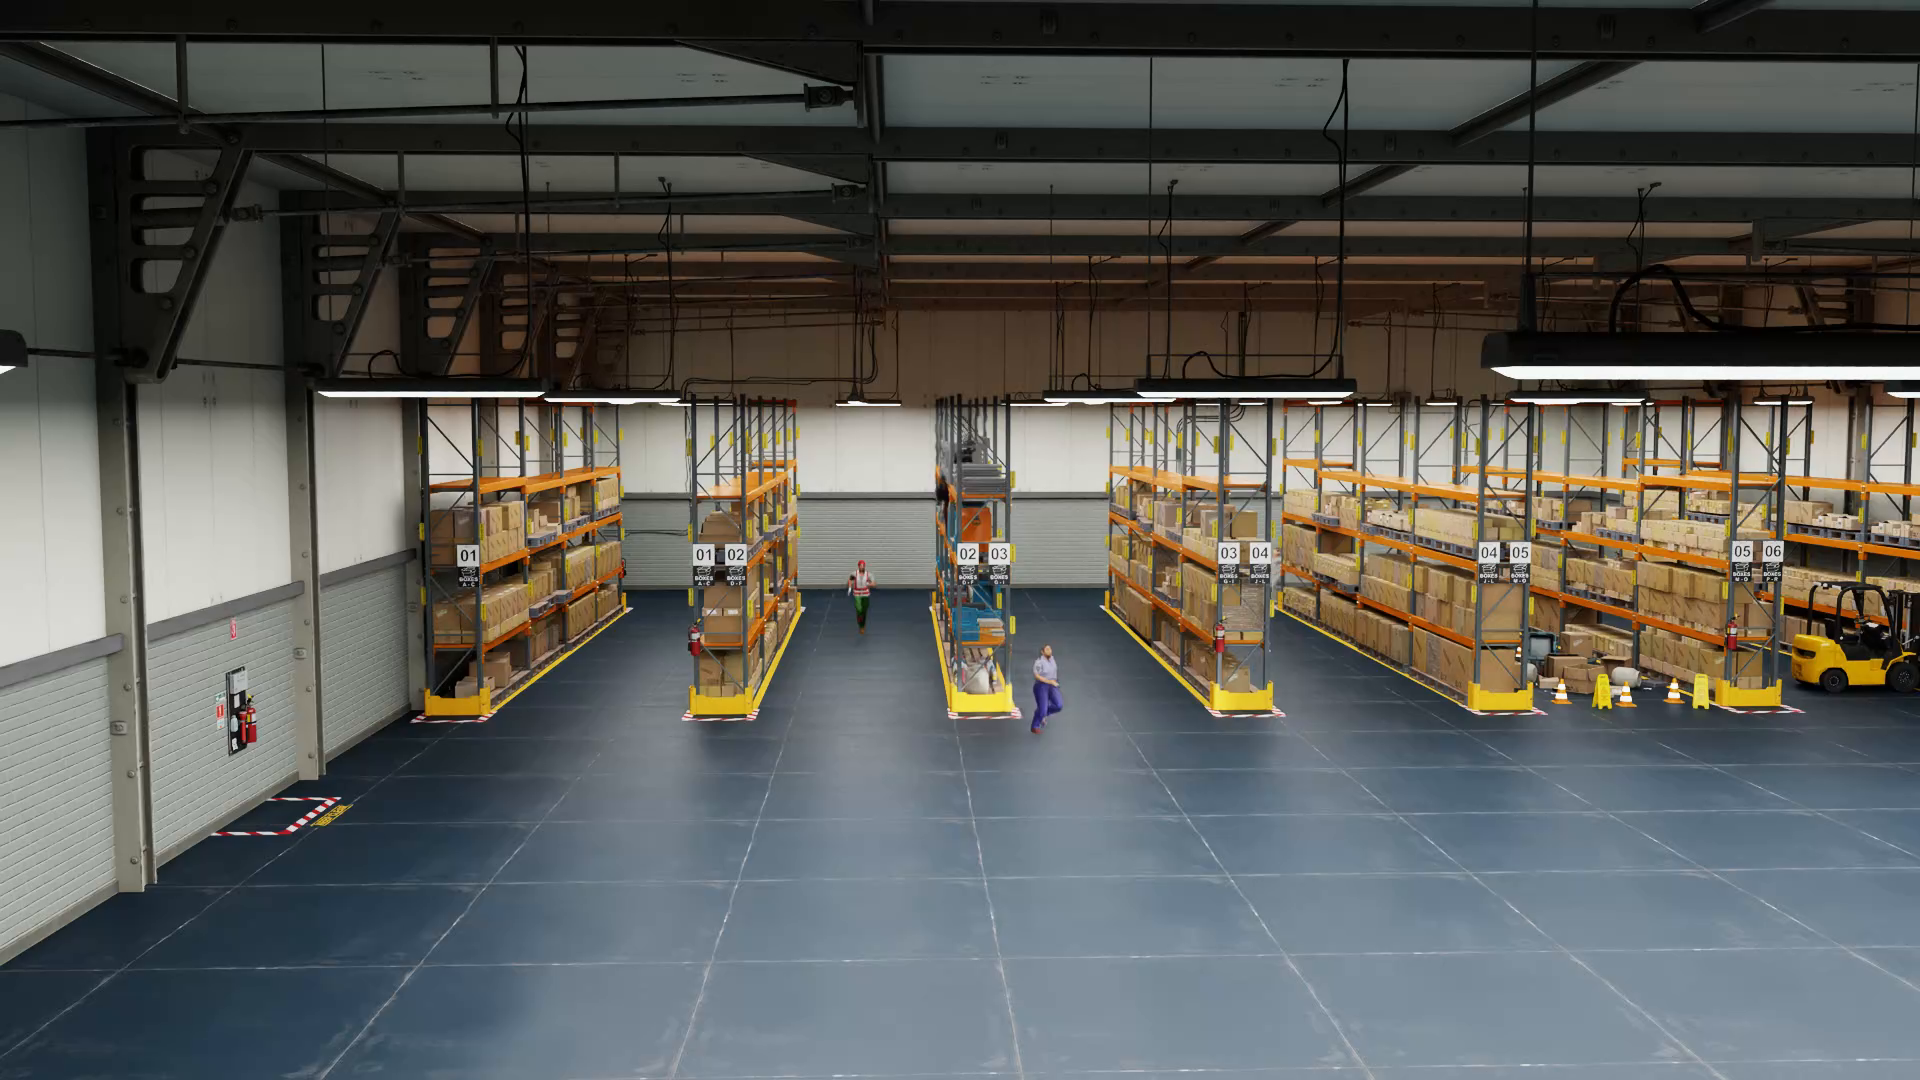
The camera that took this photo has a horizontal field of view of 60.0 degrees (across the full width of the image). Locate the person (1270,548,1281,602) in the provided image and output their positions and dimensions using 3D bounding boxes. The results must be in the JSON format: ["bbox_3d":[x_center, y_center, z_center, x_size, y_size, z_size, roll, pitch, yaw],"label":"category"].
[{"bbox_3d":[9.390,1.042,49.309,0.617,1.627,0.563,-3,5,-35],"label":"person"}]

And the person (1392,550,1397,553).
[{"bbox_3d":[12.749,1.079,48.939,0.627,1.535,0.508,-1,5,-11],"label":"person"}]

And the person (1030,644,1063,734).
[{"bbox_3d":[1.546,2.628,29.314,0.629,1.597,0.658,-4,6,-43],"label":"person"}]

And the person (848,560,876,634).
[{"bbox_3d":[-2.407,1.387,40.793,0.660,1.806,0.958,-1,5,-9],"label":"person"}]
